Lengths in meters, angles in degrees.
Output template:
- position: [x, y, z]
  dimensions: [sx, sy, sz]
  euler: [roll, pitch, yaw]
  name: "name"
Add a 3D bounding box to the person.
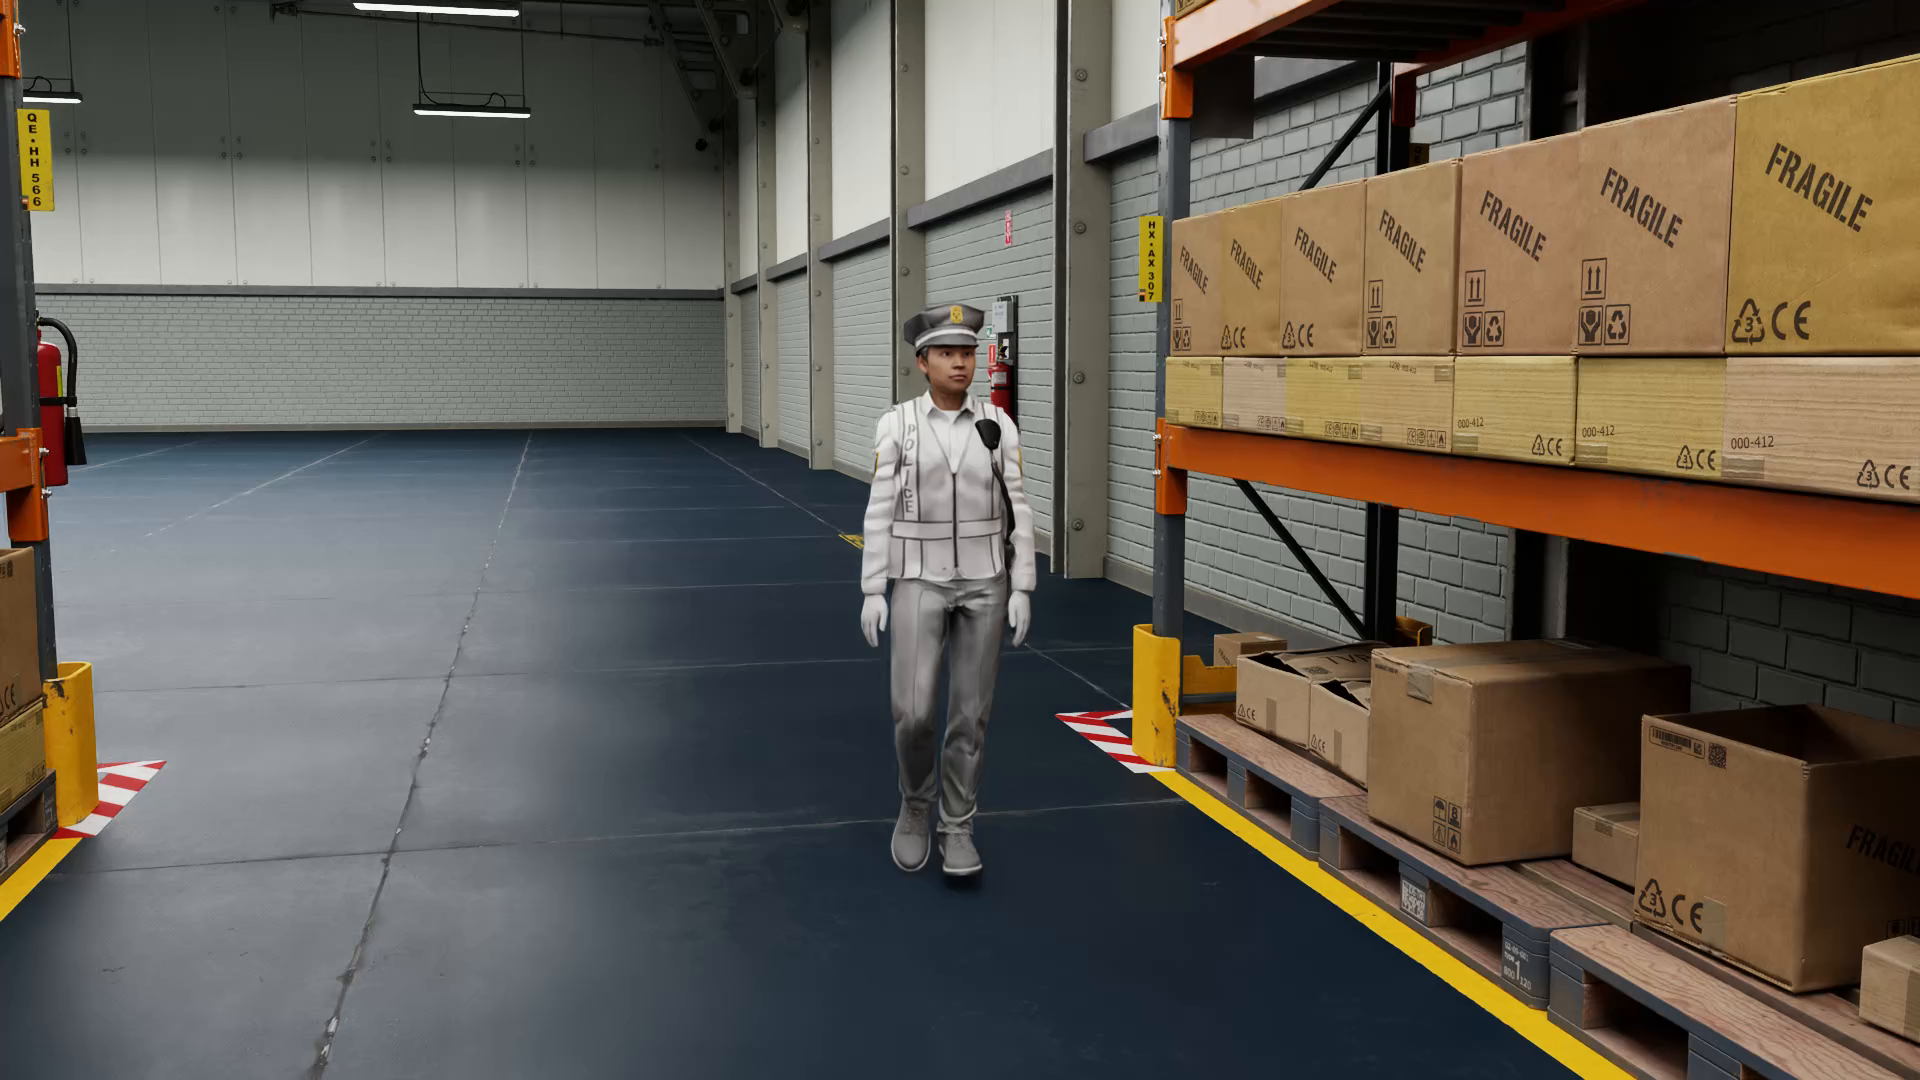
- position: [-0.023, 0.161, 4.891]
  dimensions: [0.517, 1.682, 0.441]
  euler: [-1, 6, -11]
  name: "person"
